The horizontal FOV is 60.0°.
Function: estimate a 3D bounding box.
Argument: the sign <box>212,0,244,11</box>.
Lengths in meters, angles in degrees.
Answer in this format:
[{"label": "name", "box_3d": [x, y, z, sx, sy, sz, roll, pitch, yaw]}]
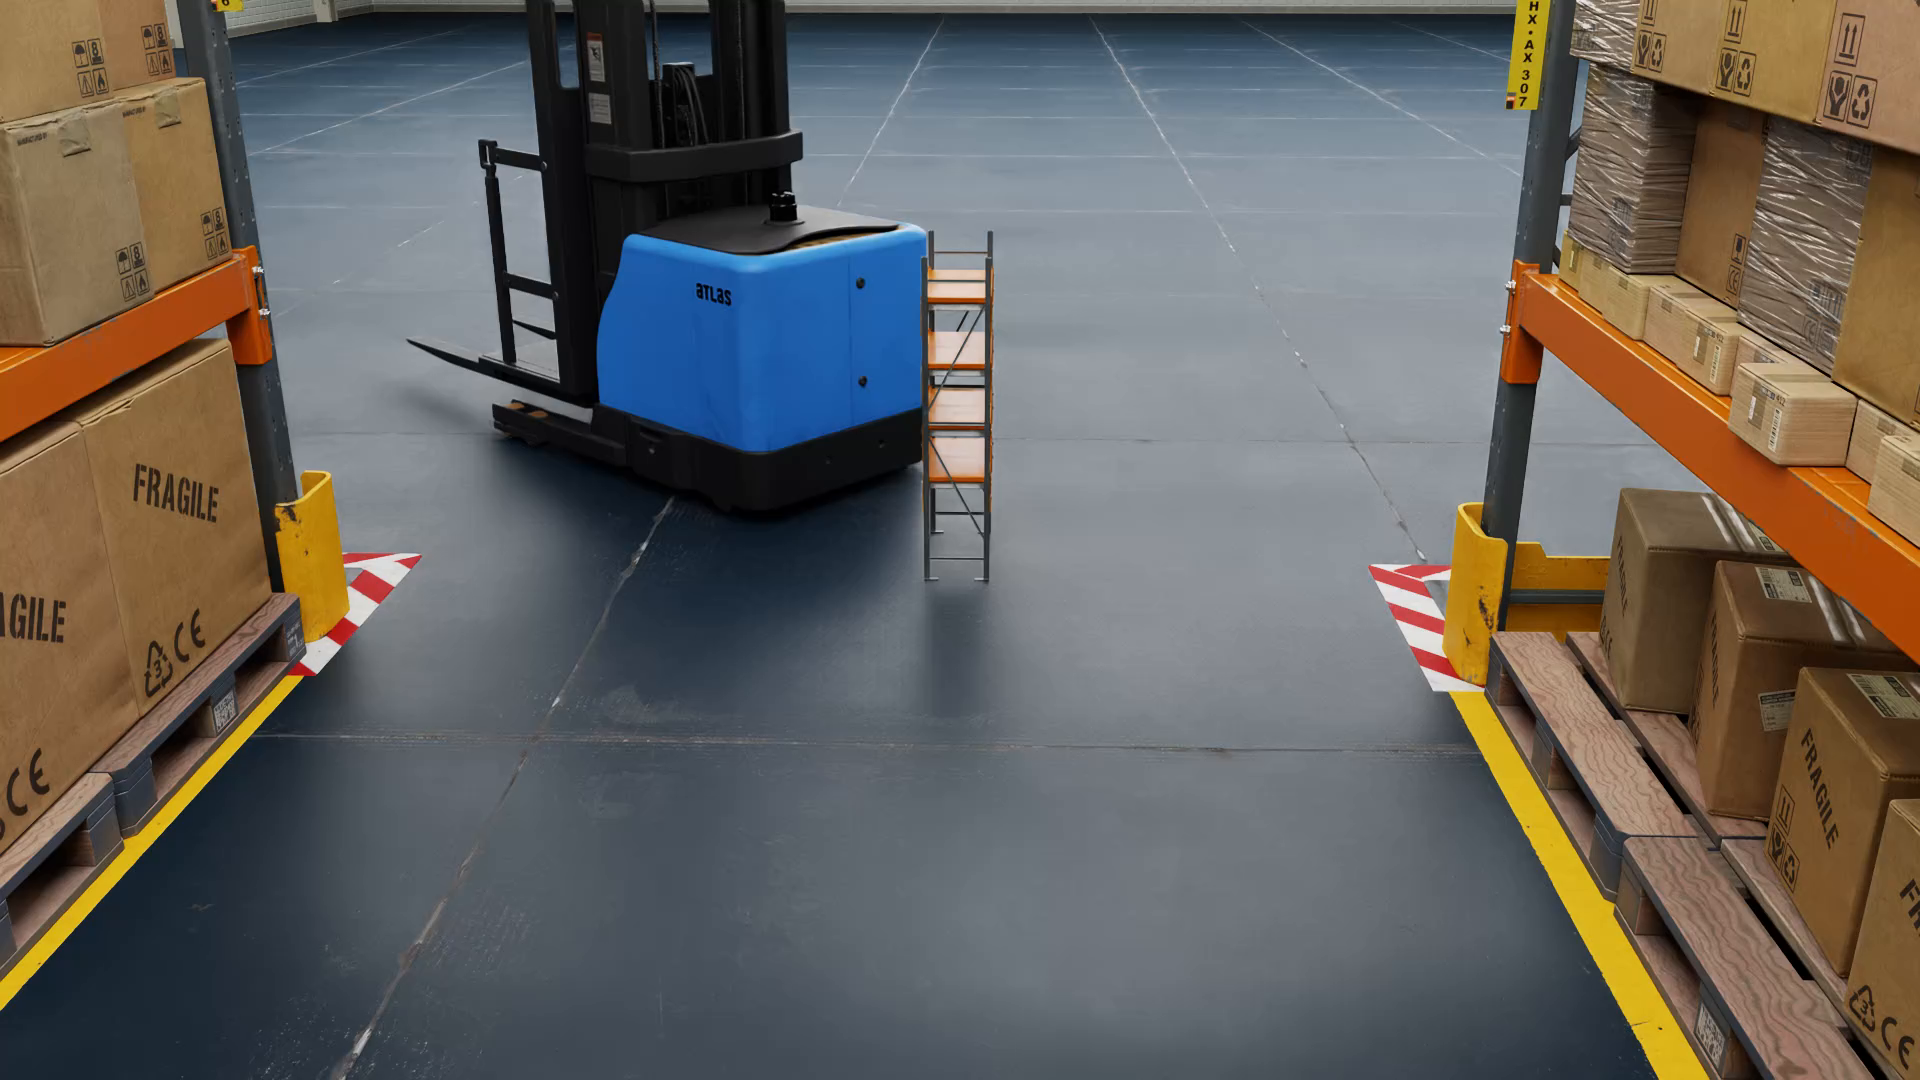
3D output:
[{"label": "sign", "box_3d": [-2.208, -1.746, 4.953, 0.100, 0.325, 0.005, 1, 21, 2]}]

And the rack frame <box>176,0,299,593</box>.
[{"label": "rack frame", "box_3d": [-2.750, -1.106, 5.234, 1.000, 3.000, 0.127, 1, 21, 2]}]

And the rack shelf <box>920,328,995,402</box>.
[{"label": "rack shelf", "box_3d": [-0.005, -0.645, 6.101, 0.258, 0.148, 0.480, 1, 21, 2]}]

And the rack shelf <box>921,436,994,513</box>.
[{"label": "rack shelf", "box_3d": [-0.005, -0.252, 6.254, 0.258, 0.148, 0.480, 1, 21, 2]}]

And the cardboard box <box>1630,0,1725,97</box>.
[{"label": "cardboard box", "box_3d": [1.893, -1.290, 3.776, 0.500, 0.500, 0.500, 1, 21, 2]}]

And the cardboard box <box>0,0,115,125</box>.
[{"label": "cardboard box", "box_3d": [-2.724, -1.346, 4.151, 0.875, 0.550, 0.550, 1, 21, 2]}]

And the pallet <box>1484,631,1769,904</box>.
[{"label": "pallet", "box_3d": [2.142, 0.606, 4.676, 1.003, 0.211, 1.213, 1, 21, 2]}]

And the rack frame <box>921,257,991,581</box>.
[{"label": "rack frame", "box_3d": [-0.012, -0.411, 5.930, 0.240, 1.200, 0.015, 1, 21, 2]}]

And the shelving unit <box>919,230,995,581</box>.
[{"label": "shelving unit", "box_3d": [-0.005, -0.500, 6.158, 0.258, 1.200, 0.503, 1, 21, 2]}]

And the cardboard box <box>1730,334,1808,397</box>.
[{"label": "cardboard box", "box_3d": [1.926, -0.346, 3.621, 0.380, 0.149, 0.250, 1, 21, 2]}]

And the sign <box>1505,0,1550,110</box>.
[{"label": "sign", "box_3d": [1.662, -1.425, 4.858, 0.100, 0.325, 0.005, 1, 21, 2]}]

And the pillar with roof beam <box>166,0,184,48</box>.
[{"label": "pillar with roof beam", "box_3d": [-8.551, -12.363, 25.951, 9.100, 9.000, 0.400, 1, 21, 2]}]

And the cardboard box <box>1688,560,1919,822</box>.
[{"label": "cardboard box", "box_3d": [2.185, 0.396, 4.236, 0.500, 0.500, 0.500, 6, 22, 16]}]

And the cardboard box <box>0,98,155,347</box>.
[{"label": "cardboard box", "box_3d": [-2.711, -0.843, 4.346, 0.875, 0.550, 0.550, 1, 21, 2]}]

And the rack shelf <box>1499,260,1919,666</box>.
[{"label": "rack shelf", "box_3d": [2.144, 0.043, 3.265, 1.077, 0.370, 4.000, 1, 21, 2]}]

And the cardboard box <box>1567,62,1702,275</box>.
[{"label": "cardboard box", "box_3d": [2.161, -1.002, 4.415, 0.875, 0.500, 0.500, 1, 21, 2]}]

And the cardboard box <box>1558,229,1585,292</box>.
[{"label": "cardboard box", "box_3d": [1.958, -0.798, 4.786, 0.380, 0.149, 0.250, 1, 21, 2]}]

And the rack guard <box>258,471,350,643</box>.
[{"label": "rack guard", "box_3d": [-2.749, 0.050, 5.708, 1.175, 0.500, 0.348, 1, 21, 2]}]

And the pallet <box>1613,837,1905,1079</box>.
[{"label": "pallet", "box_3d": [2.102, 1.046, 3.543, 1.003, 0.211, 1.213, 1, 21, 2]}]

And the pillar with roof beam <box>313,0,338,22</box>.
[{"label": "pillar with roof beam", "box_3d": [-8.369, -14.532, 31.542, 9.100, 9.000, 0.400, 1, 21, 2]}]

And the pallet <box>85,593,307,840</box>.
[{"label": "pallet", "box_3d": [-2.696, 0.484, 4.991, 1.003, 0.211, 1.213, 1, 21, 2]}]

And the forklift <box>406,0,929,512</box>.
[{"label": "forklift", "box_3d": [-1.536, -1.914, 7.409, 3.031, 2.935, 1.130, 19, 28, 40]}]

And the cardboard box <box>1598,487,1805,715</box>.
[{"label": "cardboard box", "box_3d": [2.169, 0.180, 4.794, 0.500, 0.500, 0.500, 5, 22, 12]}]

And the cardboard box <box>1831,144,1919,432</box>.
[{"label": "cardboard box", "box_3d": [2.180, -0.459, 3.016, 0.875, 0.500, 0.500, 1, 21, 2]}]

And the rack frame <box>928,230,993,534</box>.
[{"label": "rack frame", "box_3d": [0.002, -0.588, 6.385, 0.240, 1.200, 0.015, 1, 21, 2]}]

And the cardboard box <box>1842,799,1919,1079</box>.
[{"label": "cardboard box", "box_3d": [2.085, 0.824, 3.134, 0.500, 0.500, 0.500, -1, 21, -3]}]

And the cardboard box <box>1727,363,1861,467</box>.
[{"label": "cardboard box", "box_3d": [1.815, -0.256, 3.390, 0.380, 0.149, 0.250, 1, 21, 2]}]

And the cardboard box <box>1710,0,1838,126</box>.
[{"label": "cardboard box", "box_3d": [1.880, -1.109, 3.310, 0.500, 0.500, 0.500, 1, 21, 2]}]

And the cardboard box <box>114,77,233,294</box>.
[{"label": "cardboard box", "box_3d": [-2.716, -1.042, 4.860, 0.875, 0.550, 0.550, 1, 21, 2]}]

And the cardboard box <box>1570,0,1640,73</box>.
[{"label": "cardboard box", "box_3d": [1.916, -1.471, 4.241, 0.500, 0.500, 0.500, 1, 21, 2]}]

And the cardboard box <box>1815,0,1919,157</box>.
[{"label": "cardboard box", "box_3d": [1.870, -0.928, 2.844, 0.500, 0.500, 0.500, 1, 21, 2]}]

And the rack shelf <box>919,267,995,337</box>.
[{"label": "rack shelf", "box_3d": [-0.005, -0.866, 6.015, 0.258, 0.148, 0.480, 1, 21, 2]}]

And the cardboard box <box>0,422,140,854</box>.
[{"label": "cardboard box", "box_3d": [-2.729, 0.252, 4.088, 0.875, 0.875, 0.875, 0, 21, 1]}]

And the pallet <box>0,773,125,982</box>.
[{"label": "pallet", "box_3d": [-2.736, 0.924, 3.857, 1.003, 0.211, 1.213, 1, 21, 2]}]

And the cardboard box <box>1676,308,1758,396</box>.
[{"label": "cardboard box", "box_3d": [1.907, -0.436, 3.854, 0.380, 0.149, 0.250, 1, 21, 2]}]

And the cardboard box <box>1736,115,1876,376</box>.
[{"label": "cardboard box", "box_3d": [2.207, -0.640, 3.481, 0.875, 0.500, 0.500, 1, 21, 2]}]

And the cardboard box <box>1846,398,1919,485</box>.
[{"label": "cardboard box", "box_3d": [1.940, -0.165, 3.154, 0.380, 0.149, 0.250, 1, 21, 2]}]

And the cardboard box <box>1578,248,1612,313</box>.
[{"label": "cardboard box", "box_3d": [1.931, -0.708, 4.553, 0.380, 0.149, 0.250, 1, 21, 2]}]

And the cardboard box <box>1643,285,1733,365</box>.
[{"label": "cardboard box", "box_3d": [1.922, -0.527, 4.087, 0.380, 0.149, 0.250, 1, 21, 2]}]

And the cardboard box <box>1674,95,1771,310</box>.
[{"label": "cardboard box", "box_3d": [2.265, -0.820, 3.946, 0.875, 0.500, 0.500, 1, 21, 2]}]

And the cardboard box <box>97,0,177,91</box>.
[{"label": "cardboard box", "box_3d": [-2.800, -1.546, 4.667, 0.875, 0.550, 0.550, 1, 21, 2]}]

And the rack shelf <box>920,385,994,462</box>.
[{"label": "rack shelf", "box_3d": [-0.005, -0.437, 6.182, 0.258, 0.148, 0.480, 1, 21, 2]}]

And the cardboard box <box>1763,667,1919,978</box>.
[{"label": "cardboard box", "box_3d": [2.147, 0.623, 3.653, 0.500, 0.500, 0.500, 3, 21, 7]}]

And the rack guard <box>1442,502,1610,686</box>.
[{"label": "rack guard", "box_3d": [2.202, 0.178, 5.380, 1.175, 0.500, 0.348, 1, 21, 2]}]

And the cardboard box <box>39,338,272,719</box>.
[{"label": "cardboard box", "box_3d": [-2.704, -0.066, 4.908, 0.875, 0.875, 0.875, 1, 21, 2]}]

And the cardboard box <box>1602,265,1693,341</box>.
[{"label": "cardboard box", "box_3d": [1.908, -0.617, 4.321, 0.380, 0.149, 0.250, 1, 21, 2]}]

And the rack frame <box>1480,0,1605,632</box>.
[{"label": "rack frame", "box_3d": [2.205, -1.015, 4.999, 1.000, 3.000, 0.127, 1, 21, 2]}]

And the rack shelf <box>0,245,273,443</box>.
[{"label": "rack shelf", "box_3d": [-2.811, -0.048, 3.500, 1.077, 0.370, 4.000, 1, 21, 2]}]

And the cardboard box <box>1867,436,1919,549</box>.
[{"label": "cardboard box", "box_3d": [1.856, -0.075, 2.923, 0.380, 0.149, 0.250, 1, 21, 2]}]
